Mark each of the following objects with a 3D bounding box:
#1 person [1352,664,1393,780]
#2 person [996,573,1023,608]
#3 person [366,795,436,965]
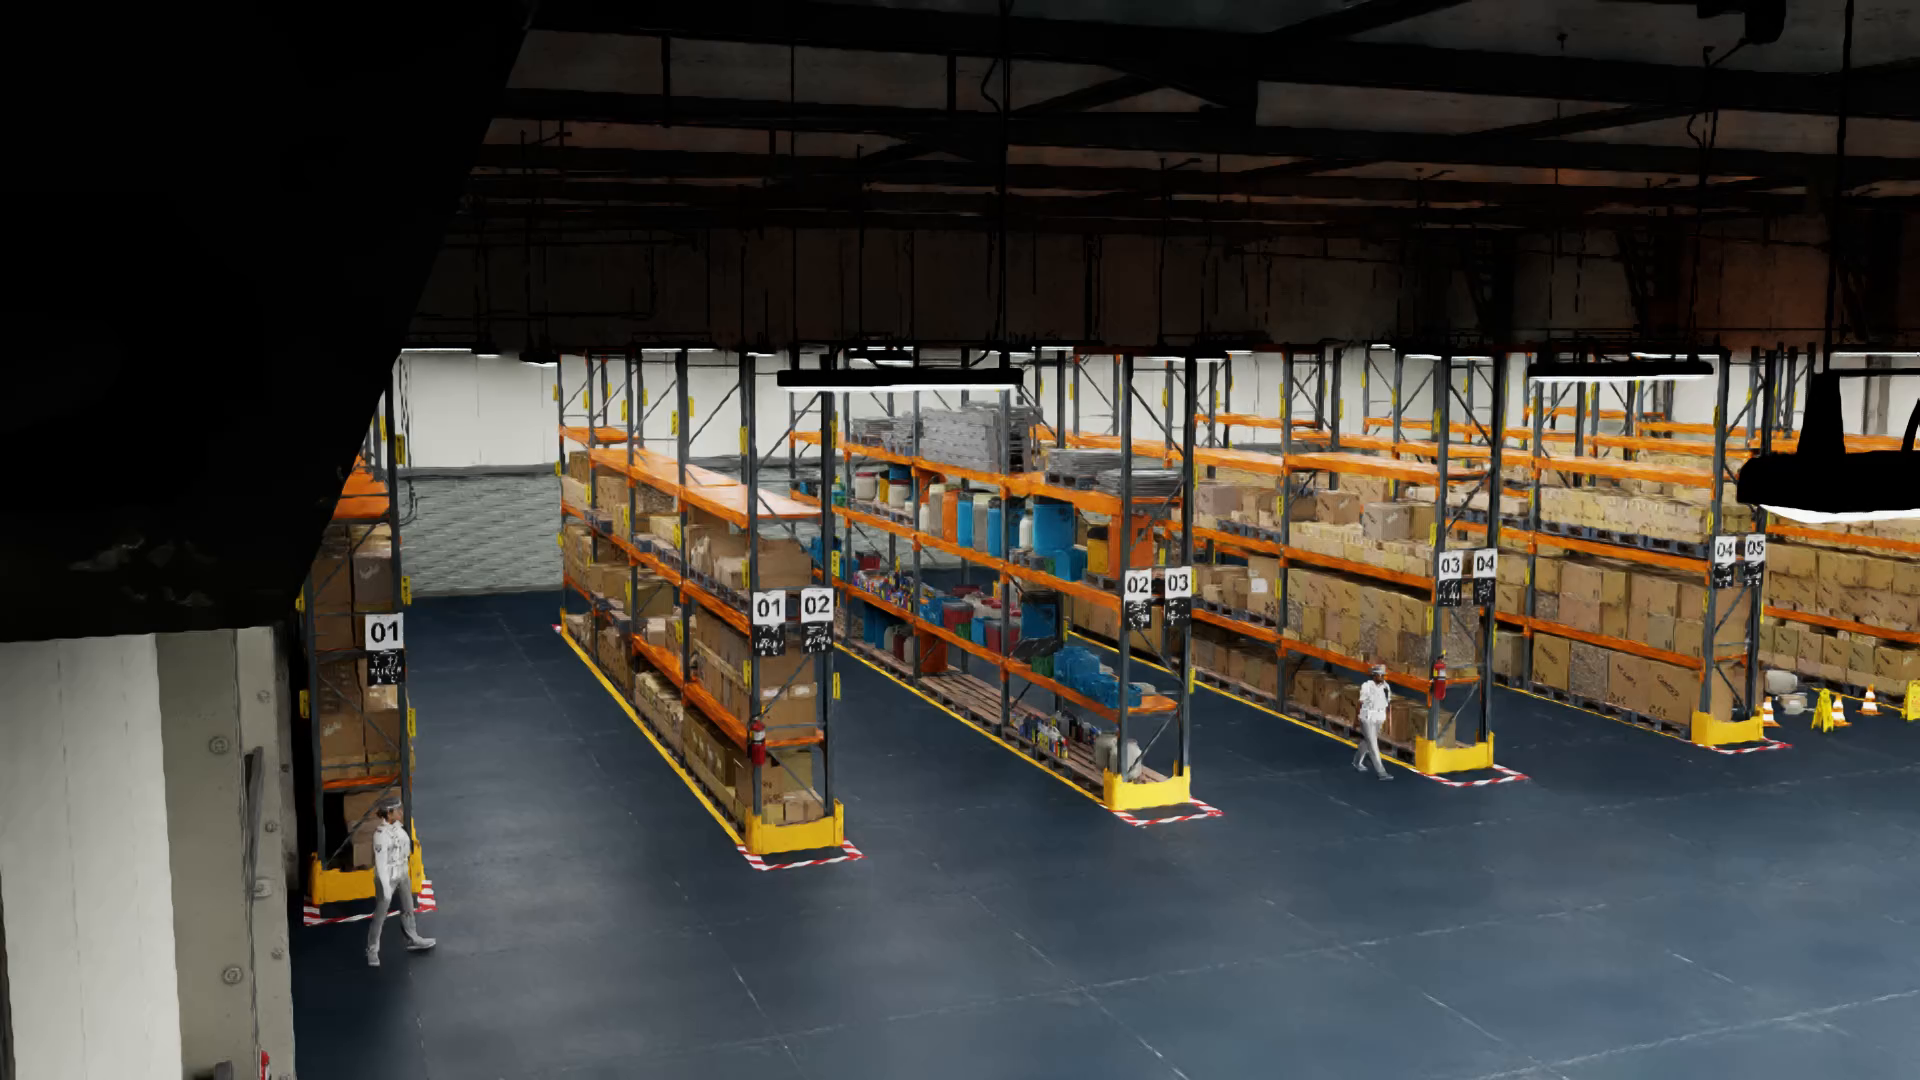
[{"bbox_3d":[5.885,2.531,23.483,0.464,1.618,1.003,-3,8,-24],"label":"person"},{"bbox_3d":[0.996,1.275,33.588,0.580,1.618,0.507,-3,8,-23],"label":"person"},{"bbox_3d":[-5.692,3.373,16.738,0.516,1.673,0.668,2,7,12],"label":"person"}]
